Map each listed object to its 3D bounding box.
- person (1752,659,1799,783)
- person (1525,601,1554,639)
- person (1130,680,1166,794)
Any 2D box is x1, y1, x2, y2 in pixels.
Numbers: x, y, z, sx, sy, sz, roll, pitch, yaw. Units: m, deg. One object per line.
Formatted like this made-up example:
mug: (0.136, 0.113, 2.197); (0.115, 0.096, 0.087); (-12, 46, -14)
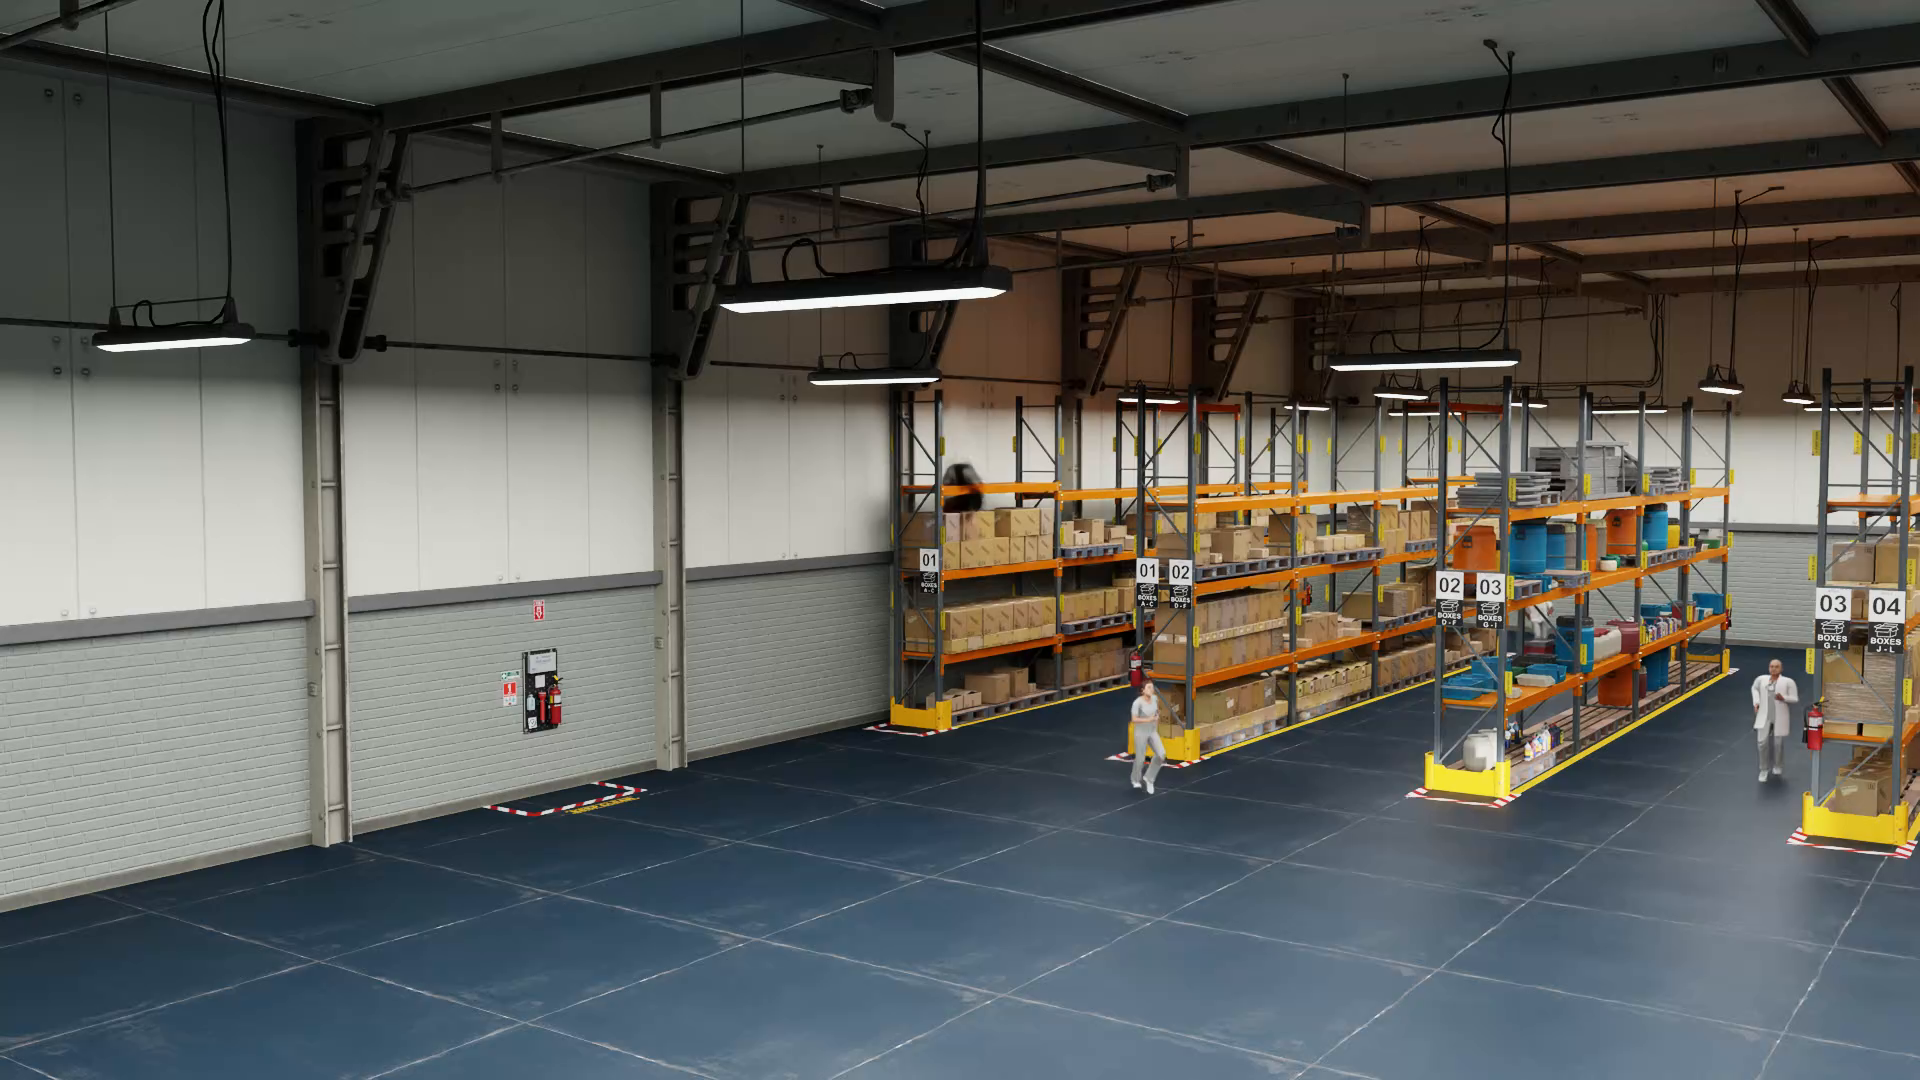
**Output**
person: (12.197, 2.709, 24.945); (0.683, 1.839, 0.800); (2, 4, 34)
person: (13.672, 1.923, 39.353); (0.711, 1.757, 0.837); (0, 3, 8)
person: (2.677, 2.812, 23.909); (0.590, 1.651, 0.792); (-2, 4, -27)
